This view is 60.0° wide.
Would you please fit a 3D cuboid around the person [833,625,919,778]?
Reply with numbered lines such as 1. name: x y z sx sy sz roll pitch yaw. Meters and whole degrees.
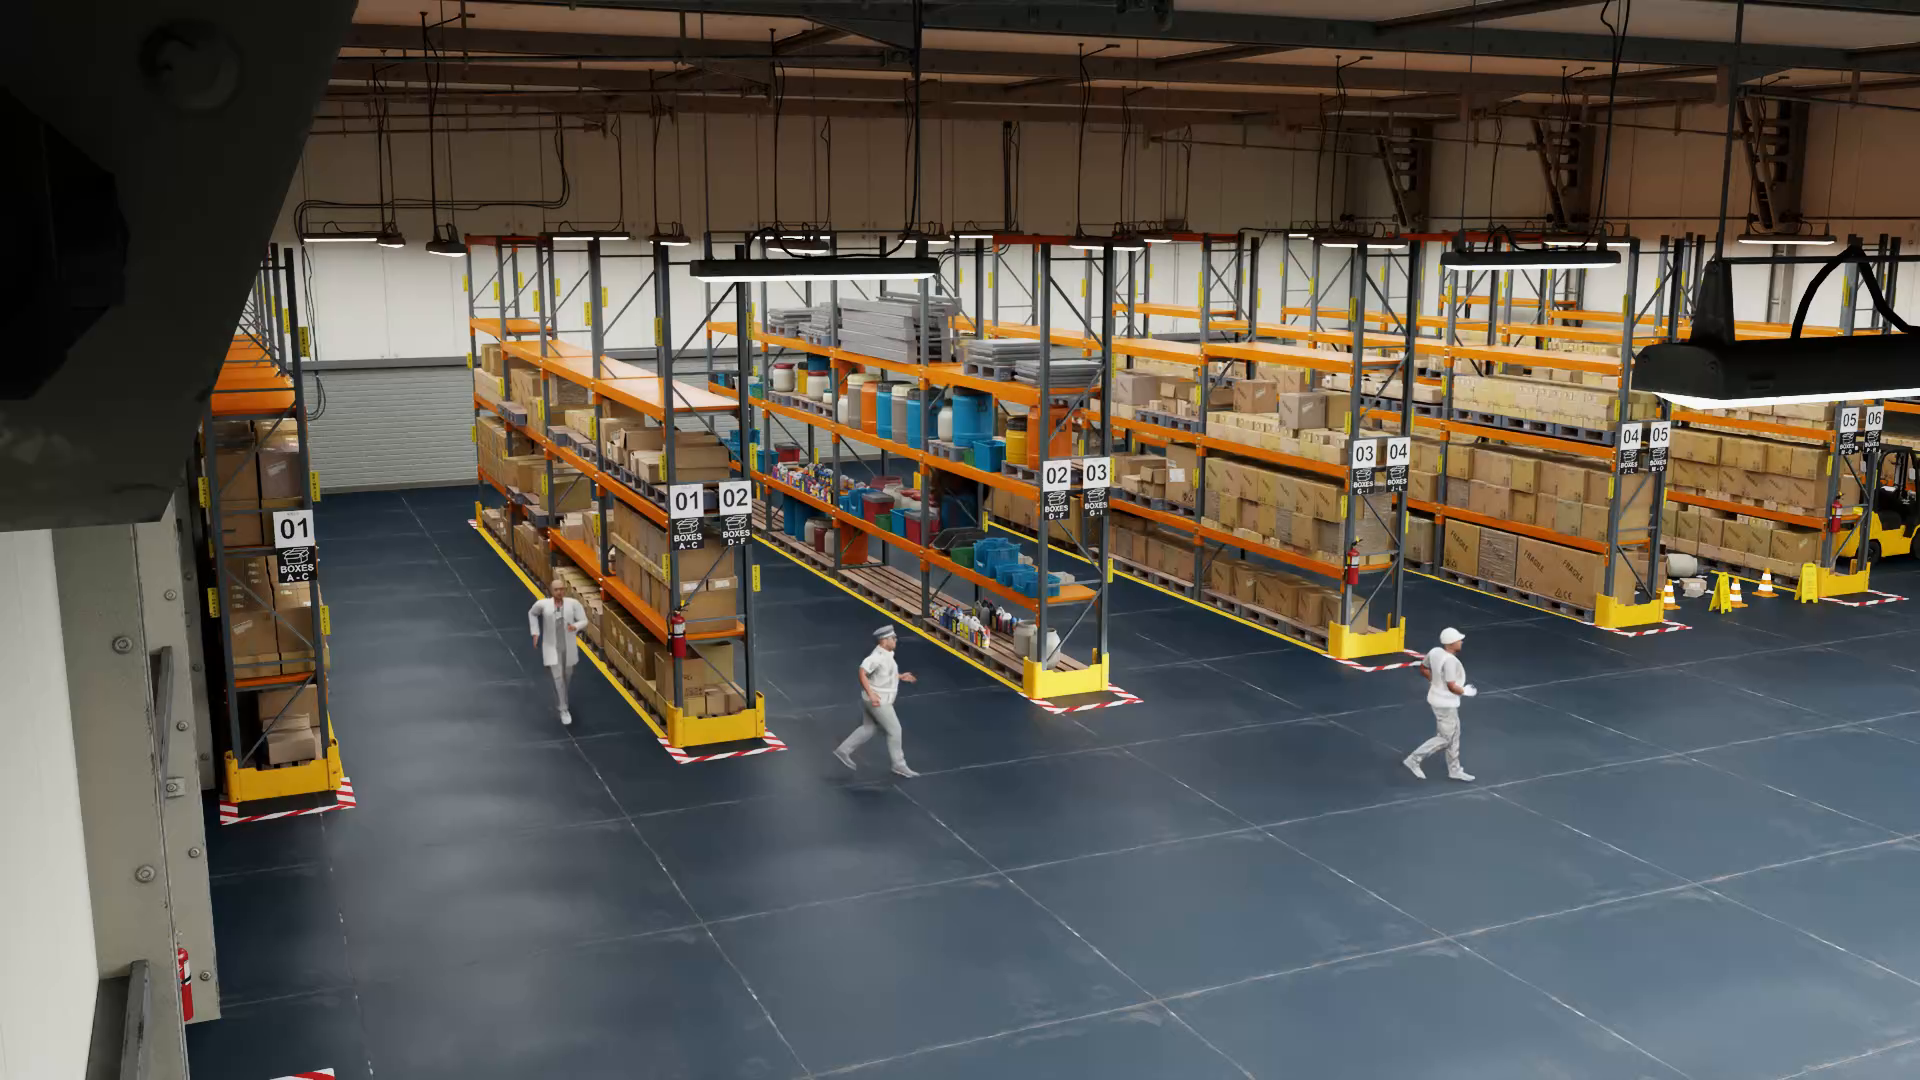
1. person: -0.968 1.841 19.017 0.986 1.789 0.613 -1 11 -3

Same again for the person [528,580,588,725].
1. person: -5.102 1.365 21.224 0.703 1.770 1.066 -4 12 -22

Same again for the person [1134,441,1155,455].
1. person: 4.580 -2.524 41.740 0.865 1.677 0.727 7 13 31

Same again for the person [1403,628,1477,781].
1. person: 5.456 1.868 18.817 0.863 1.794 0.707 0 11 -1

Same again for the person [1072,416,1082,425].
1. person: 2.768 -2.365 40.737 0.718 1.756 0.641 9 14 38
